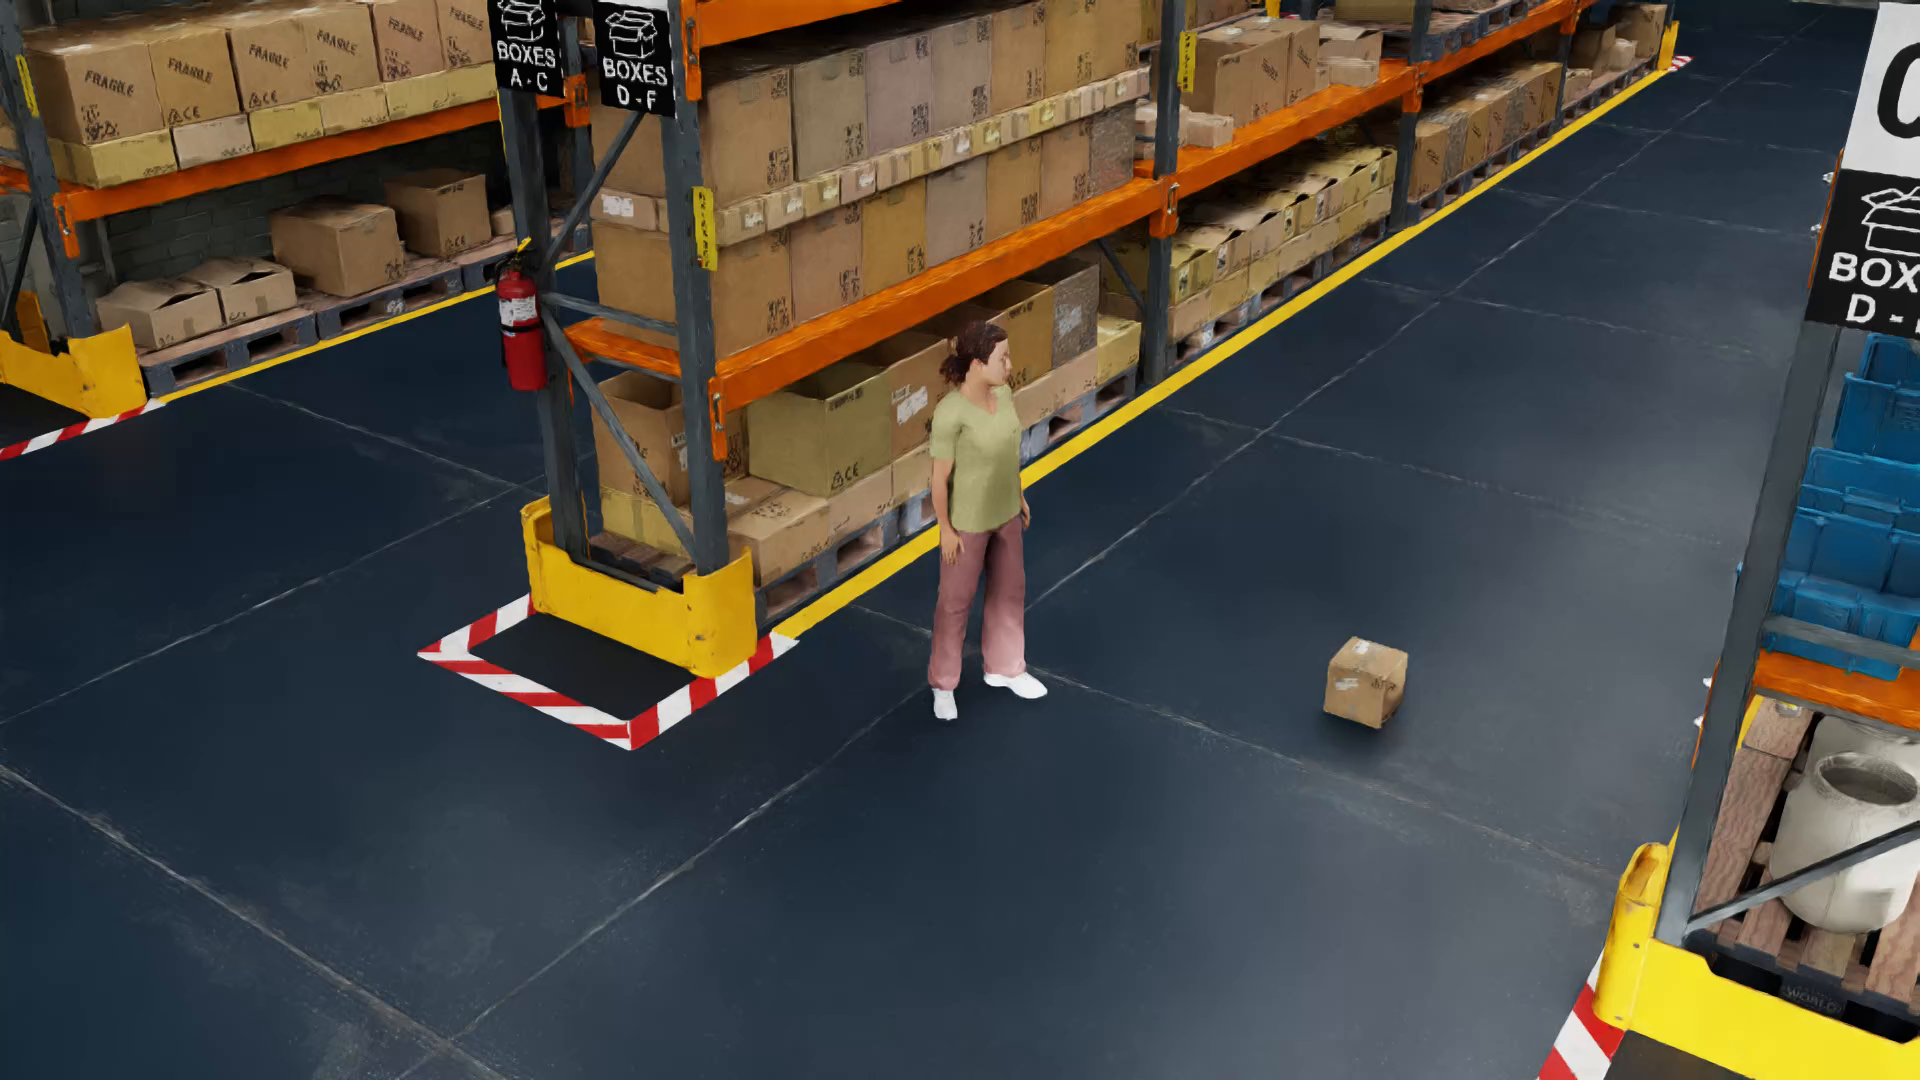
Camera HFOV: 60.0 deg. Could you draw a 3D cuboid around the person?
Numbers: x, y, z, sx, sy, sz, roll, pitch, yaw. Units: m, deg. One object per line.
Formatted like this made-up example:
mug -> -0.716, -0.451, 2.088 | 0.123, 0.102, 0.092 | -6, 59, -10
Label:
person -> 0.095, -0.074, 6.712 | 0.521, 1.674, 0.412 | -23, 35, -38
